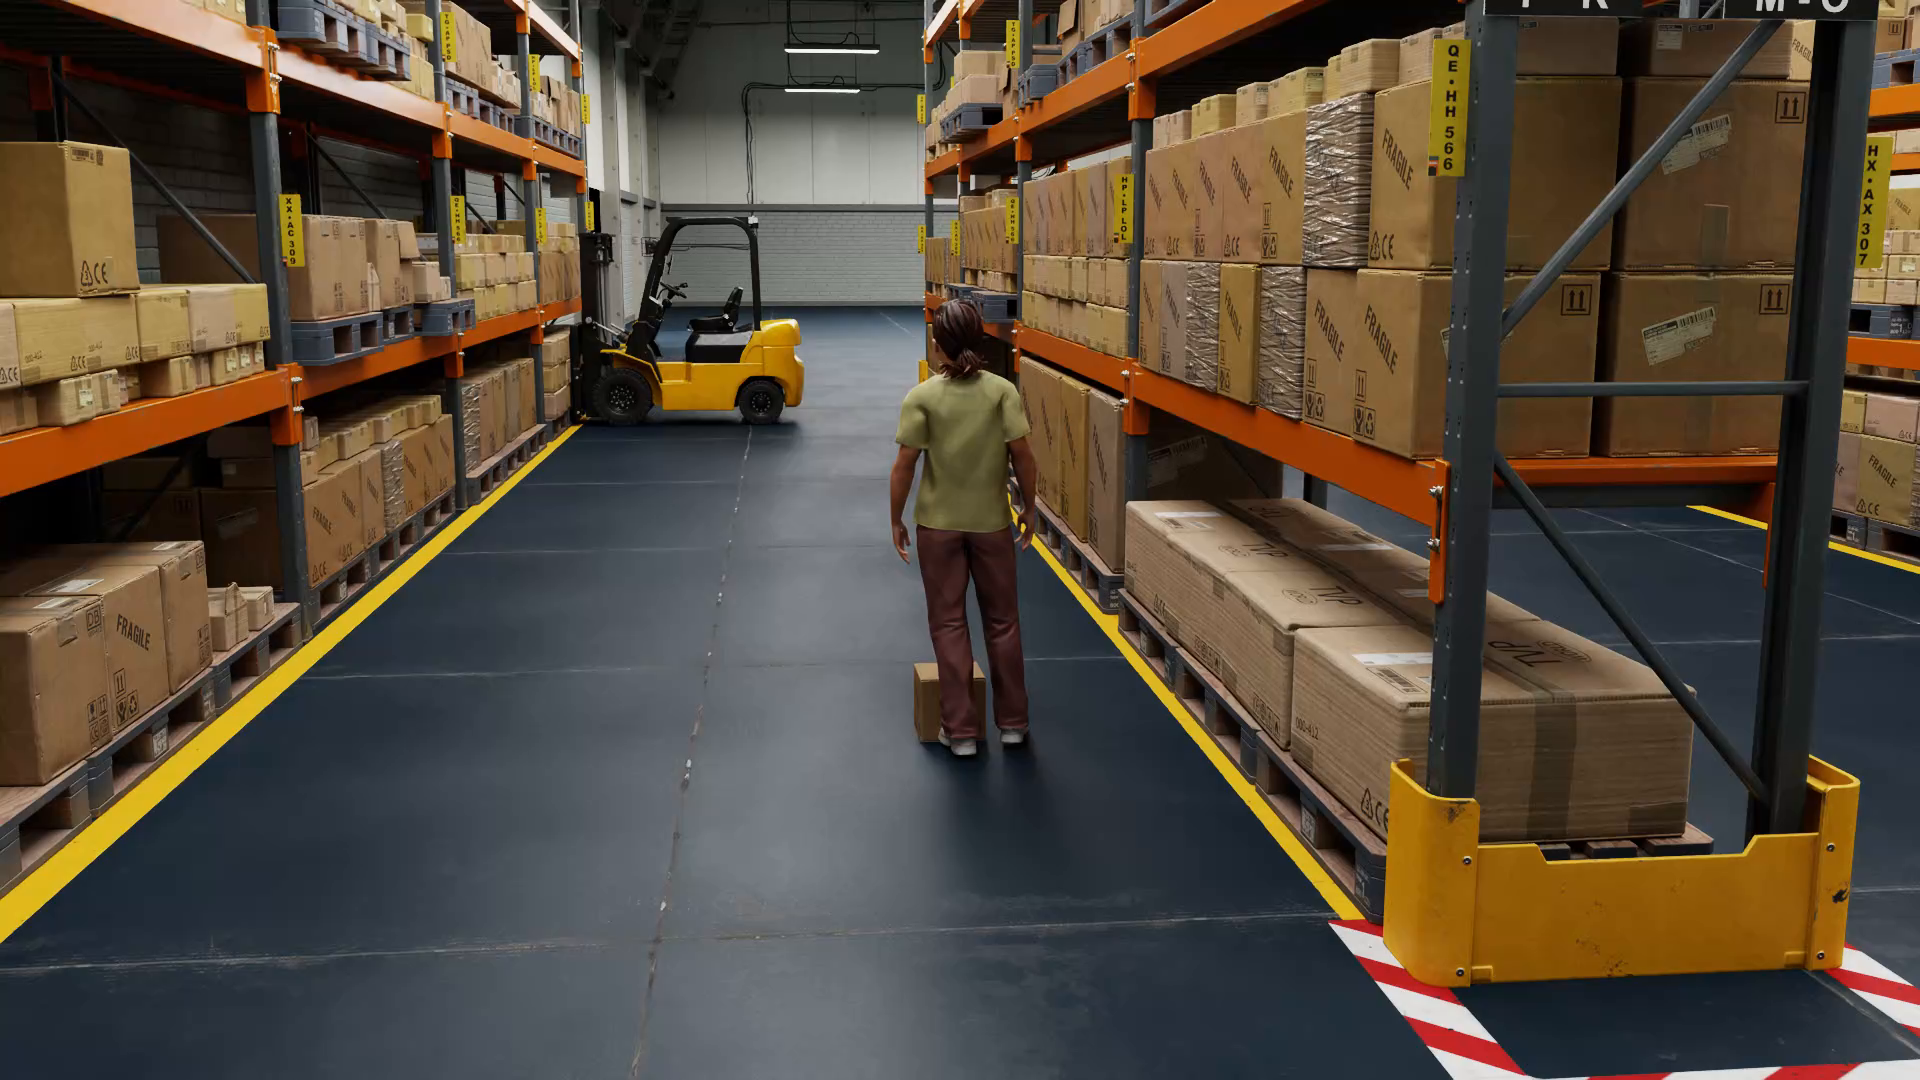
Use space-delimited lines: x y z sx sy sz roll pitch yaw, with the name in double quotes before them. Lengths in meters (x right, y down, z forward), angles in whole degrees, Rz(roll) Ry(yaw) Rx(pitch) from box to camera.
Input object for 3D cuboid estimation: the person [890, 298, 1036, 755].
"person" 0.013 -0.045 6.112 0.554 1.676 0.549 -1 10 -6
